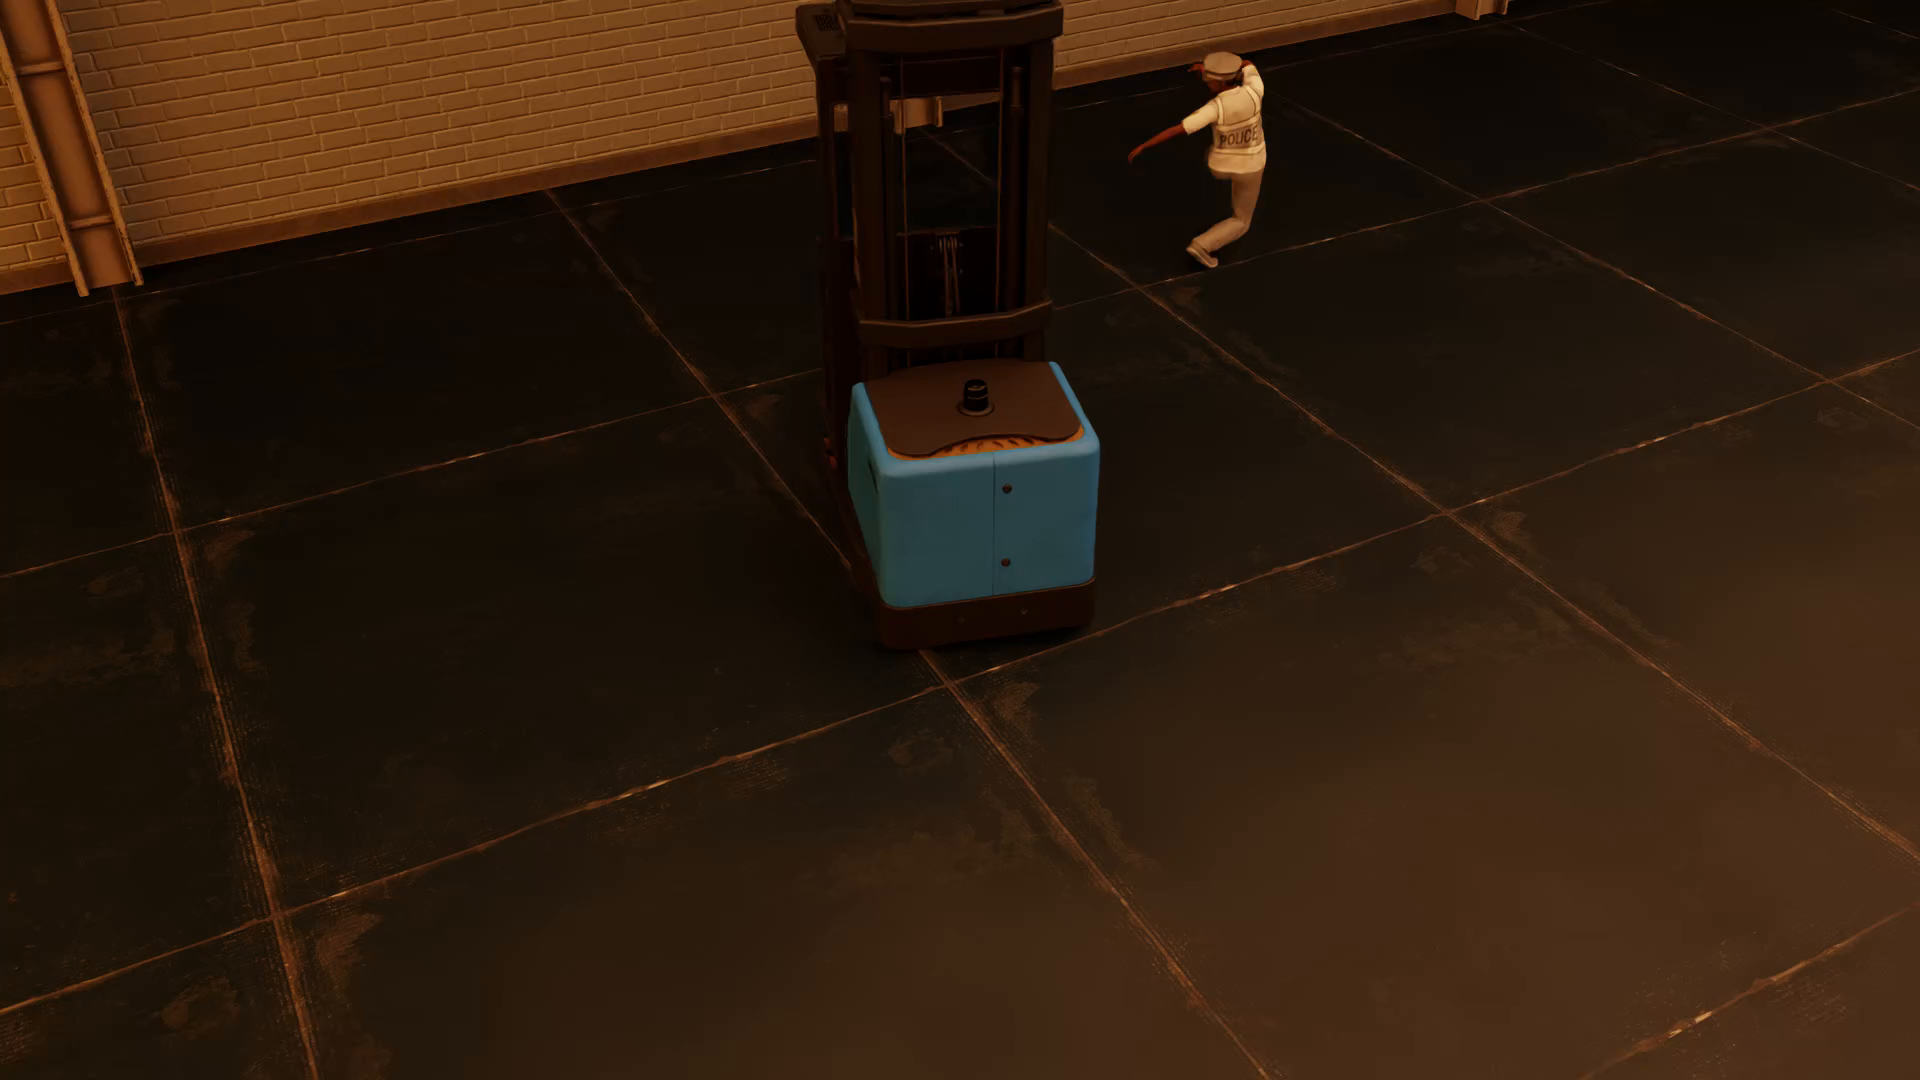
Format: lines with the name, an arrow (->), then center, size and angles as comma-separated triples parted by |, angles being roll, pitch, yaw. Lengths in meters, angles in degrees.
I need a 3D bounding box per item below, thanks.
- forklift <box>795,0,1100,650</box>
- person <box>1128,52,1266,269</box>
forklift -> -0.169, -1.529, 8.286 | 1.130, 2.935, 3.031 | -7, 36, -10
person -> 1.636, -2.620, 11.187 | 0.853, 1.386, 0.953 | 12, 37, 17
